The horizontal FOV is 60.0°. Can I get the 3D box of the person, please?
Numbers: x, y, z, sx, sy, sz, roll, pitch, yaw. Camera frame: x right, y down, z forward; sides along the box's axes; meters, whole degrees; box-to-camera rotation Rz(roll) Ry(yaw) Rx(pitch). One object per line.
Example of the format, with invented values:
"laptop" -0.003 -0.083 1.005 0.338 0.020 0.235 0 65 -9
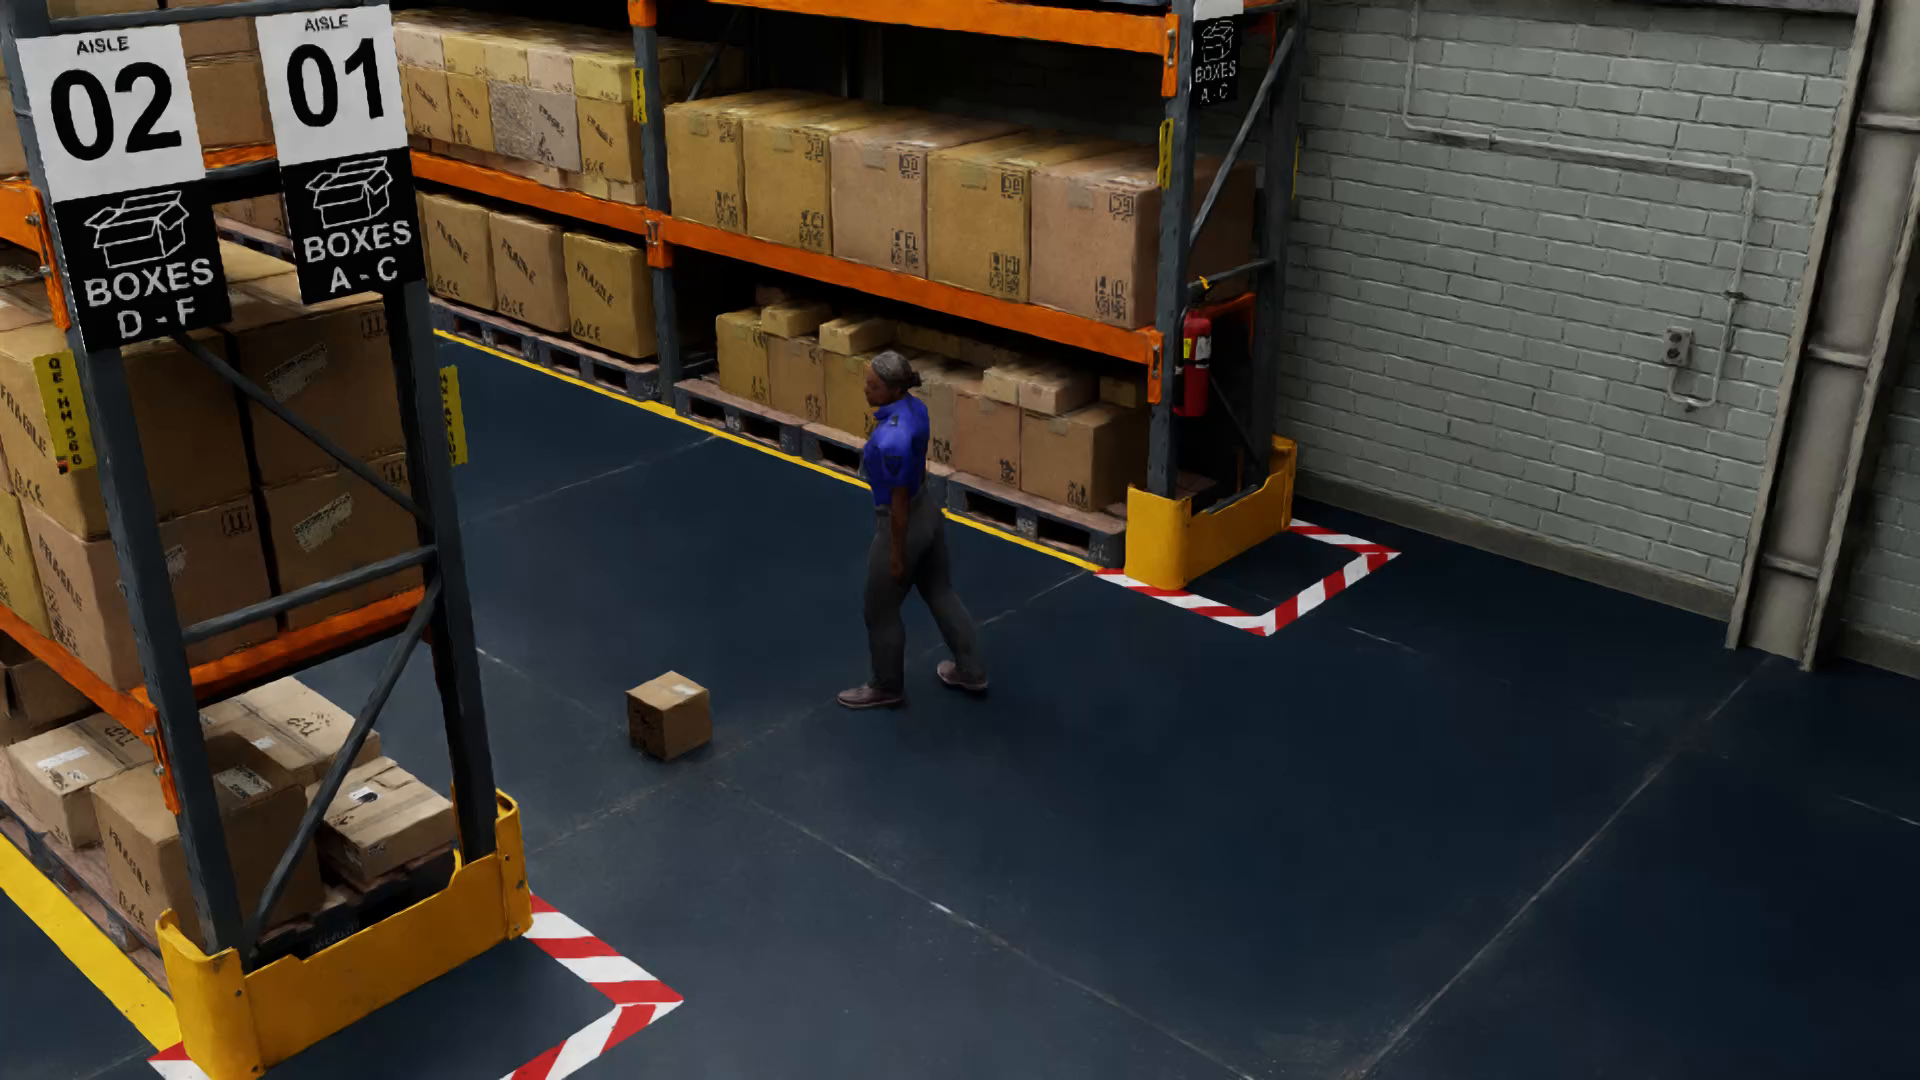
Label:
"person" -0.209 -0.039 7.196 0.650 1.654 0.469 6 25 13
